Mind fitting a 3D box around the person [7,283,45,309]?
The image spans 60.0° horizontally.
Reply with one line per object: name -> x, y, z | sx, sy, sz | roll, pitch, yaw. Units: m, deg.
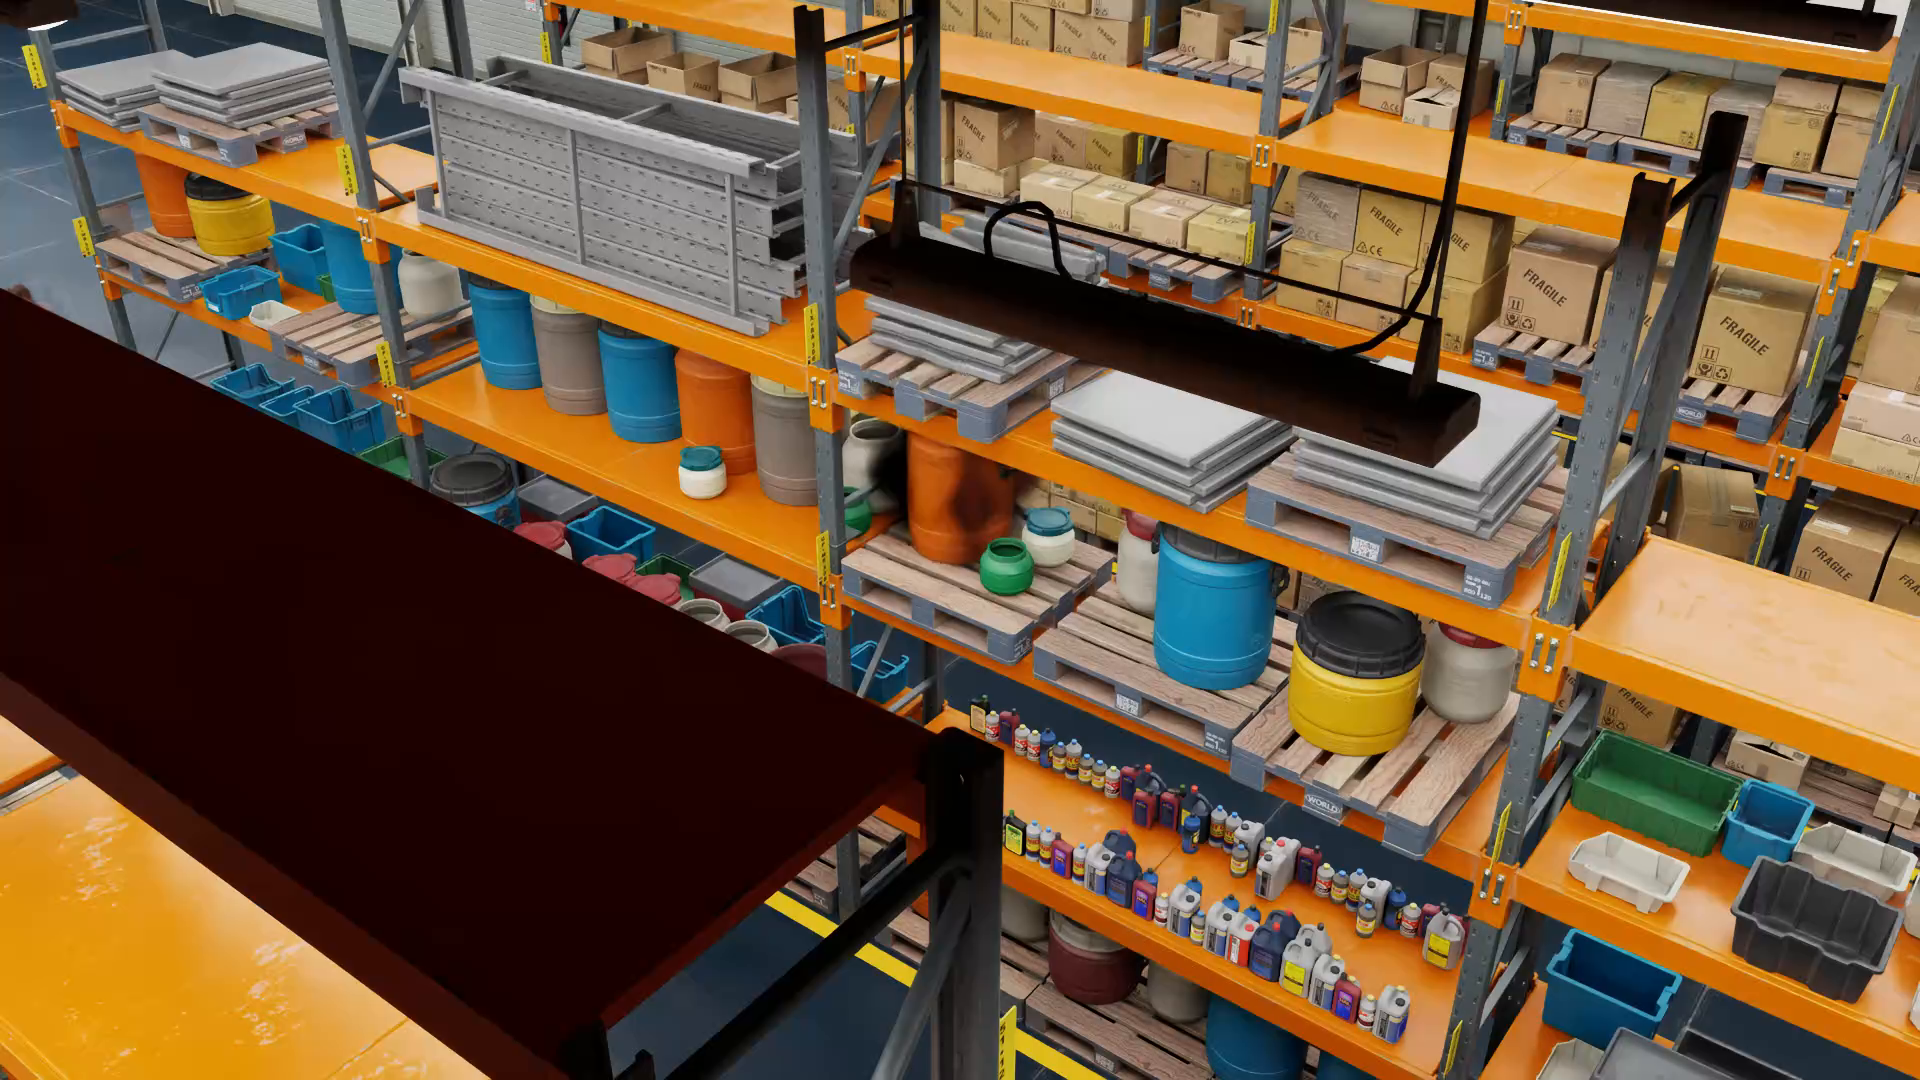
person -> -9.281, -1.847, 16.810 | 0.498, 1.606, 0.418 | 19, 36, 28

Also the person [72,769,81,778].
person -> -5.121, 2.003, 10.421 | 0.519, 1.745, 0.560 | -2, 31, -3
